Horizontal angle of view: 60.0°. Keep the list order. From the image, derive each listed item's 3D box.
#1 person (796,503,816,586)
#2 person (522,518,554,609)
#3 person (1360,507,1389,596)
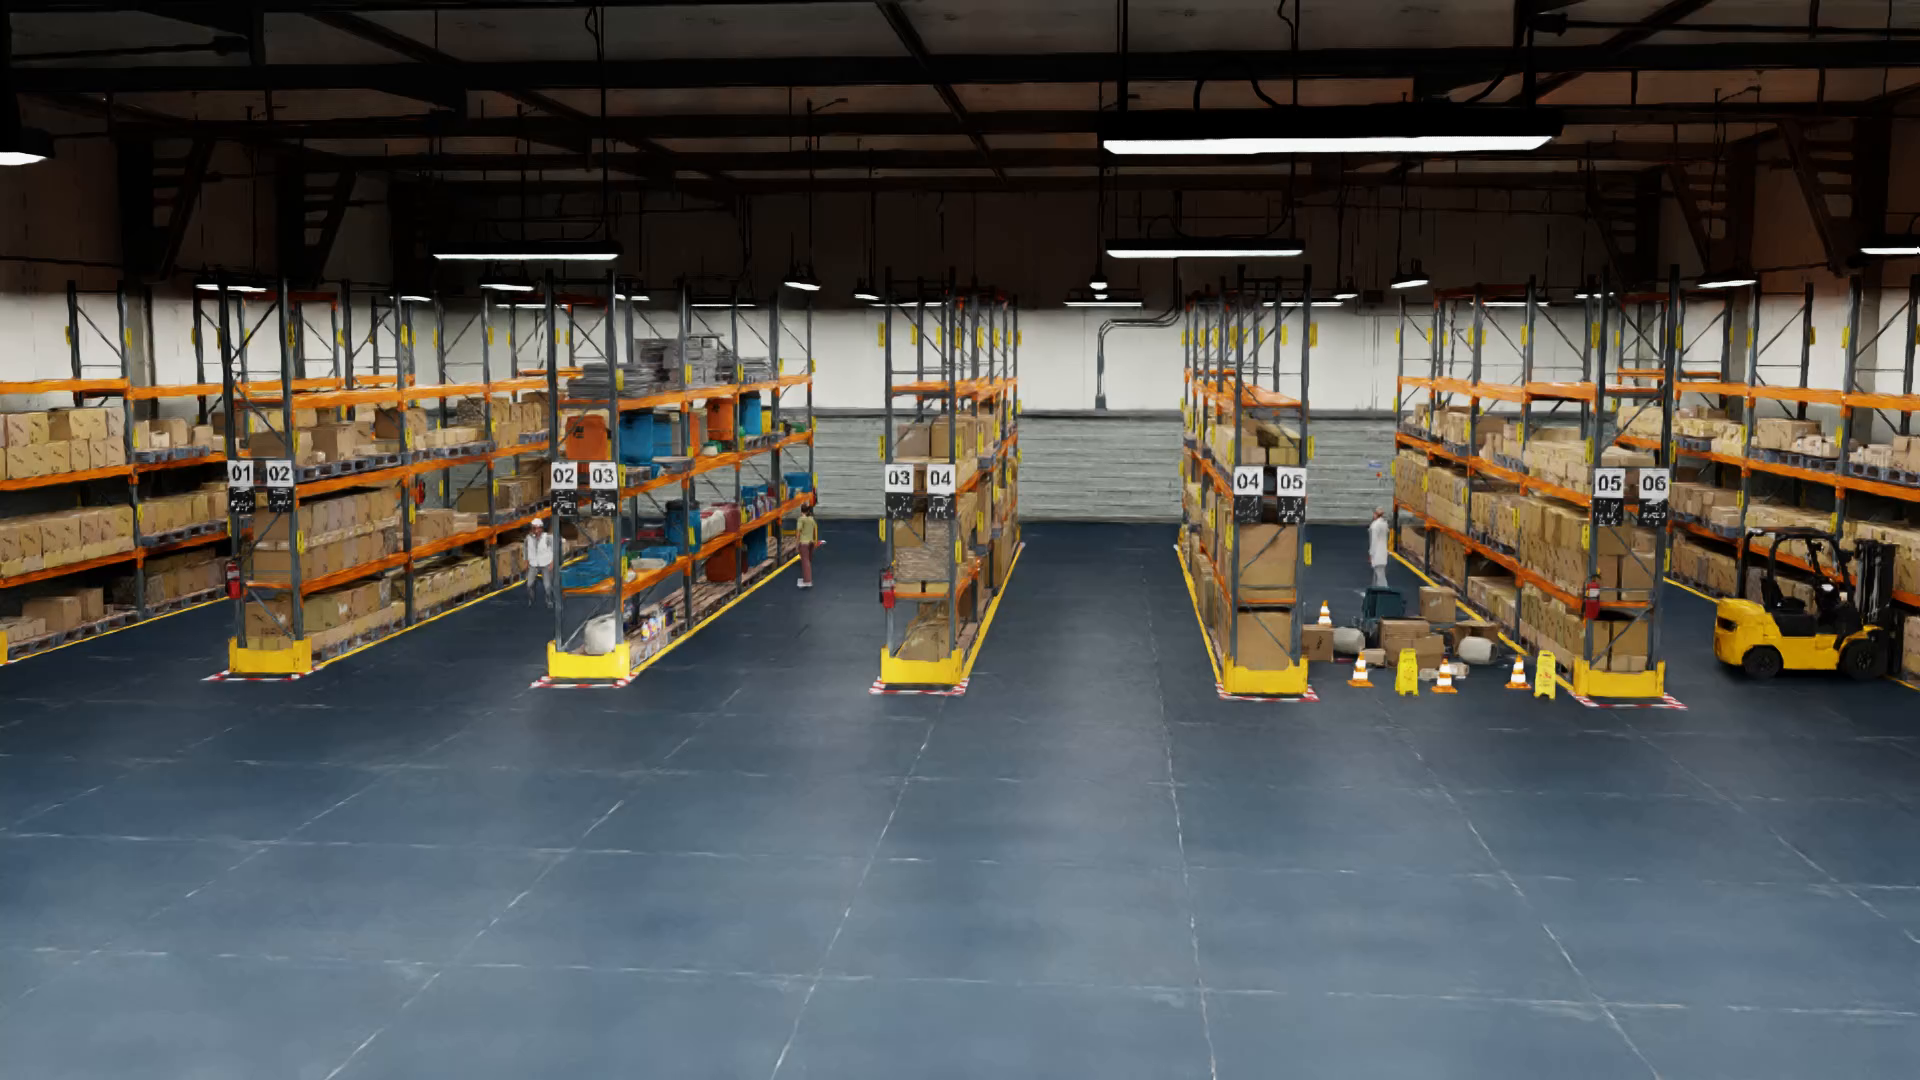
[{"bbox_3d":[-3.148,0.077,33.659,0.569,1.661,0.560,5,9,37],"label":"person"},{"bbox_3d":[-7.755,0.431,30.689,0.677,1.726,0.574,0,7,3],"label":"person"},{"bbox_3d":[7.952,0.245,31.798,0.635,1.772,0.685,4,8,31],"label":"person"}]
